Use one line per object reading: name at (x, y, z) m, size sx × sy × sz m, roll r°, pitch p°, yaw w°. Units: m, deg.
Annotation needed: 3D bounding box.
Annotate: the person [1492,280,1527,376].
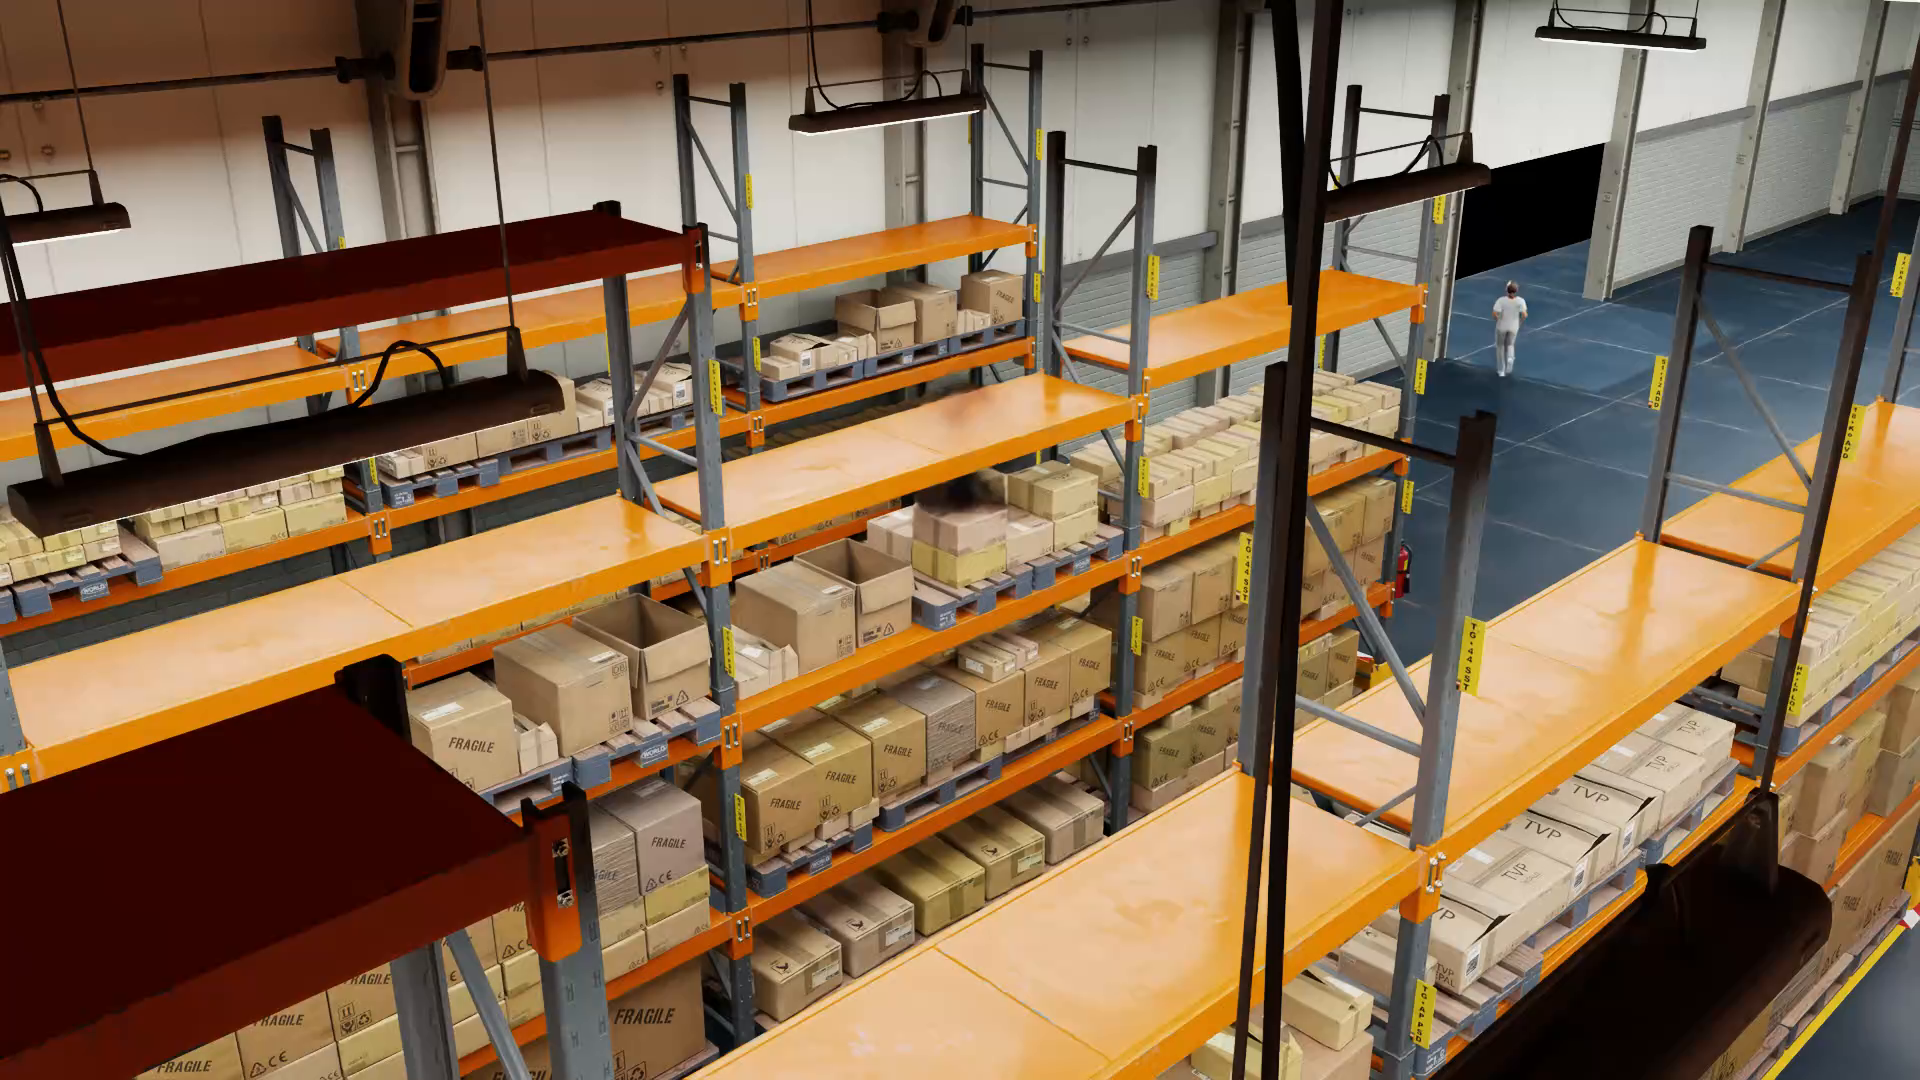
person at (8.902, -3.435, 27.045) m, size 0.534 × 1.615 × 0.572 m, roll 5°, pitch 23°, yaw 11°
